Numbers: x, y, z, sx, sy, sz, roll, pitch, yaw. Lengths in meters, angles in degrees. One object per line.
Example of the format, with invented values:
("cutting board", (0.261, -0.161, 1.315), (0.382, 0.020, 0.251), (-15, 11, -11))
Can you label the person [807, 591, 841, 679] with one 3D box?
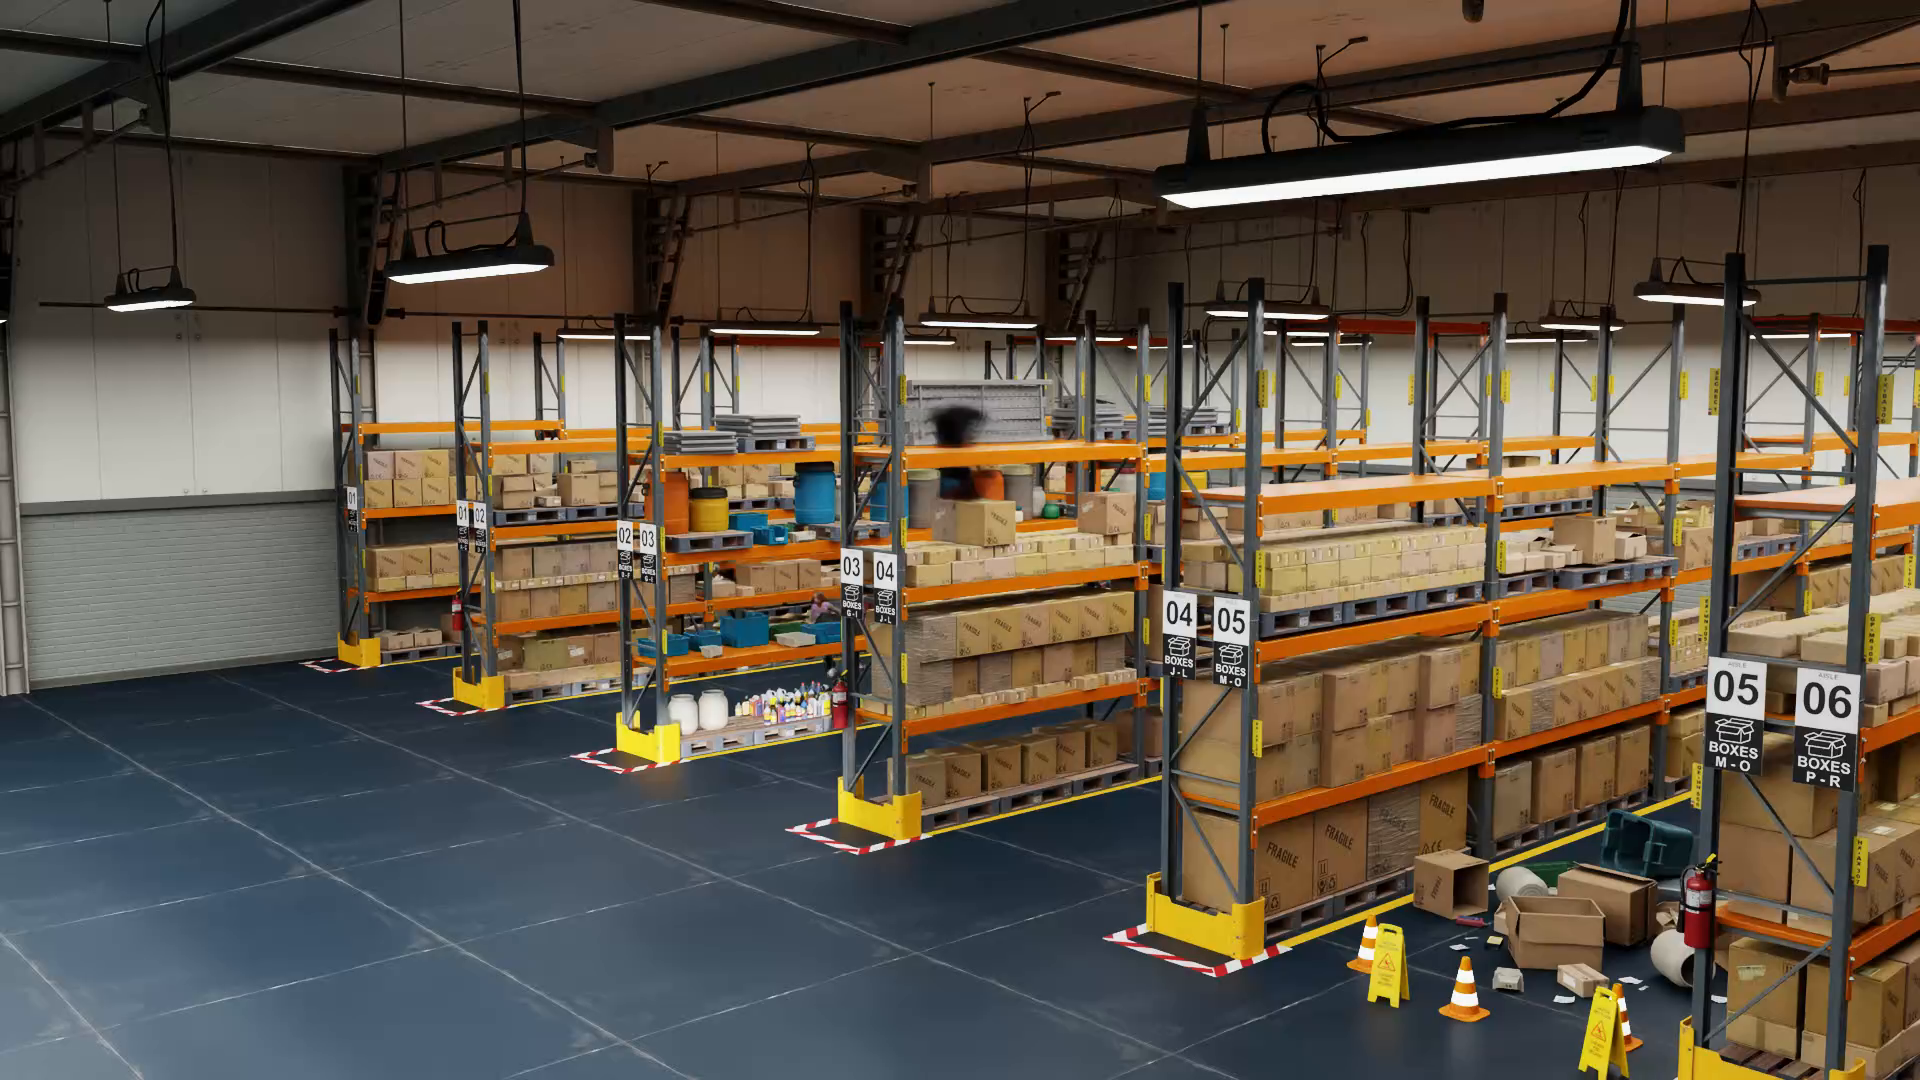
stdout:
("person", (-2.300, 1.601, 28.361), (0.545, 1.503, 0.872), (3, 6, 24))

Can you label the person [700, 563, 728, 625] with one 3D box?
("person", (-4.561, 1.285, 31.125), (0.725, 1.715, 0.593), (-5, 8, -44))
